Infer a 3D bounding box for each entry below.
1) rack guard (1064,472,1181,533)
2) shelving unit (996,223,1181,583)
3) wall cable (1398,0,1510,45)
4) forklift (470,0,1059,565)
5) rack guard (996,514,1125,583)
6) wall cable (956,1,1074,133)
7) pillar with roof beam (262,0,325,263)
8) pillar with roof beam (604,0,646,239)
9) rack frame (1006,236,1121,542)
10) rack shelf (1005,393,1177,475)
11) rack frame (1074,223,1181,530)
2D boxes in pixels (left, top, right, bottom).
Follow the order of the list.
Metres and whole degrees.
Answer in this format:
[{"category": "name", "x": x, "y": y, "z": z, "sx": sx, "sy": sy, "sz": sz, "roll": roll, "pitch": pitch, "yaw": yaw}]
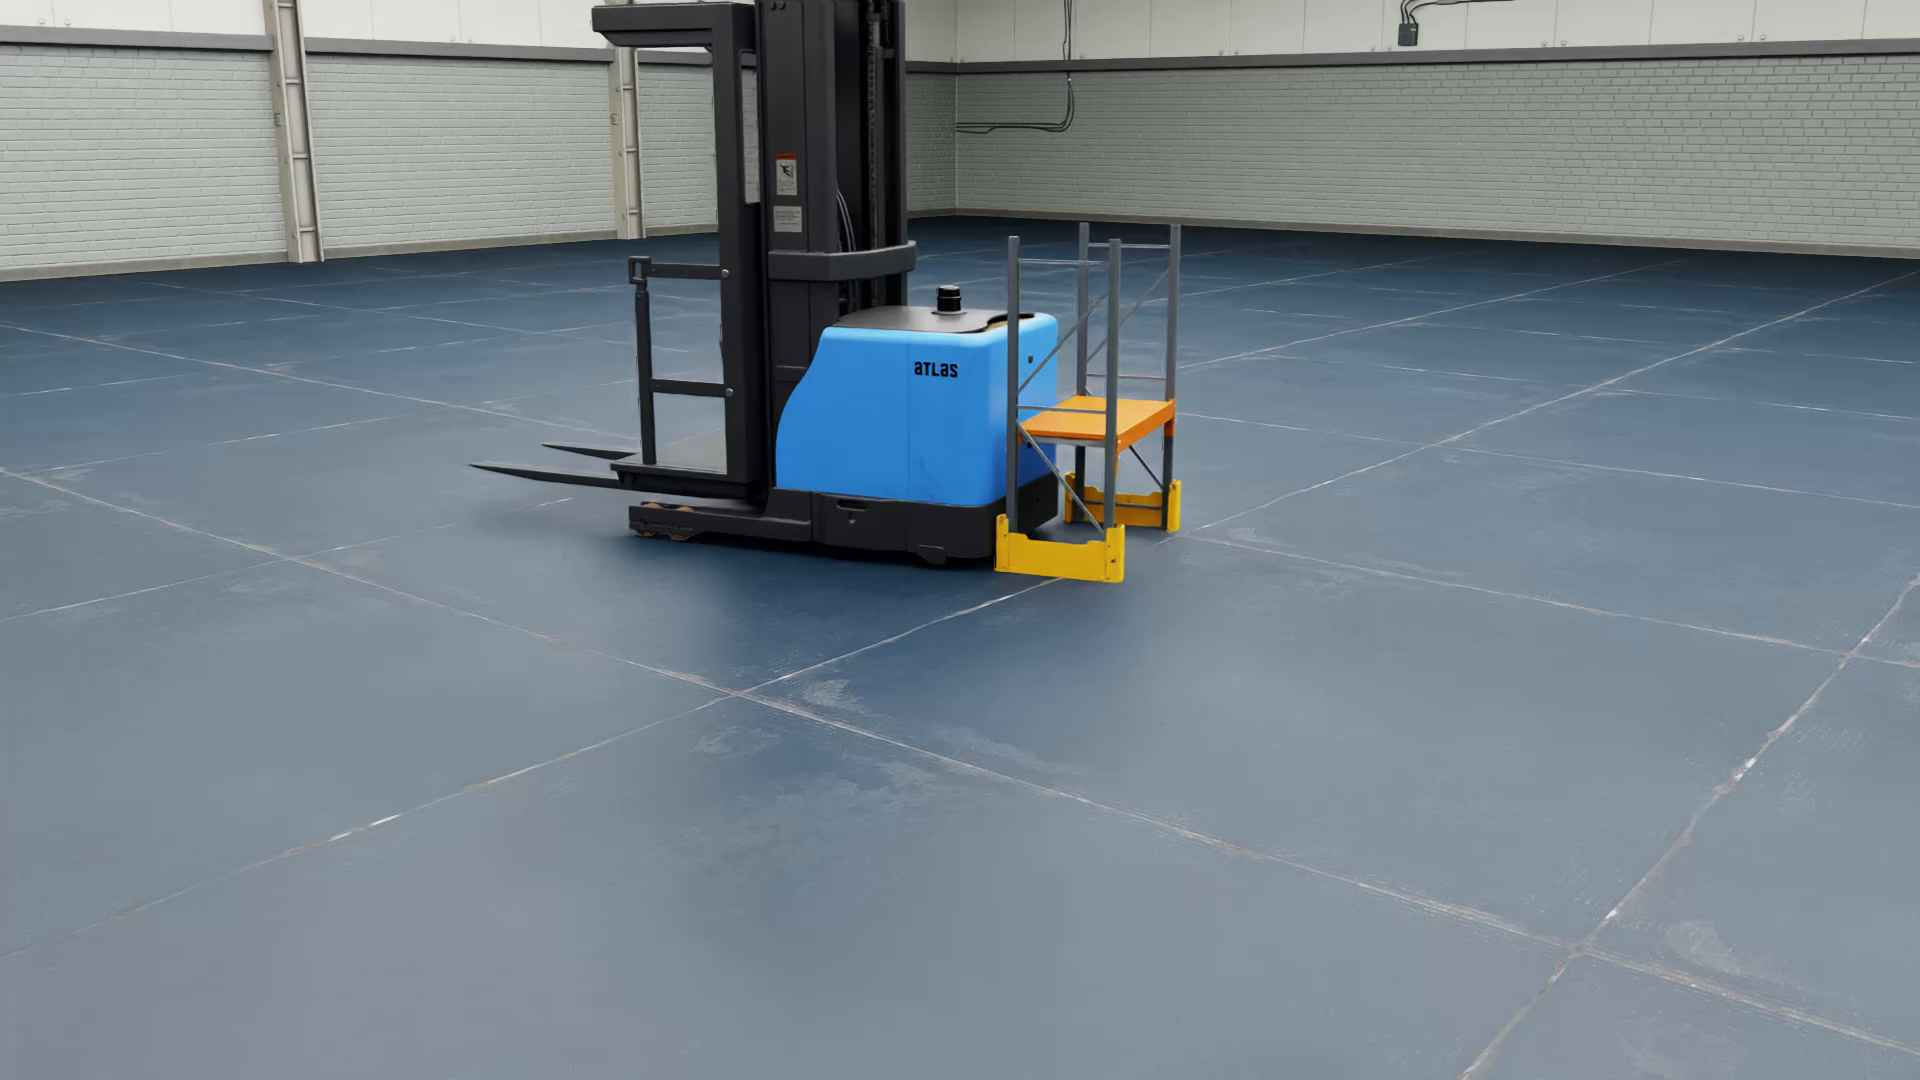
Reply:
[{"category": "rack guard", "x": 0.813, "y": -0.191, "z": 8.367, "sx": 0.587, "sy": 0.250, "sz": 0.087, "roll": 6, "pitch": 15, "yaw": 21}, {"category": "shelving unit", "x": 0.630, "y": -0.683, "z": 7.764, "sx": 0.587, "sy": 1.500, "sz": 1.083, "roll": 6, "pitch": 15, "yaw": 21}, {"category": "wall cable", "x": 8.406, "y": -11.200, "z": 27.028, "sx": 2.305, "sy": 6.003, "sz": 0.169, "roll": 11, "pitch": 18, "yaw": 38}, {"category": "forklift", "x": -1.073, "y": -1.527, "z": 8.180, "sx": 3.031, "sy": 2.935, "sz": 1.130, "roll": 6, "pitch": 16, "yaw": 23}, {"category": "rack guard", "x": 0.447, "y": 0.037, "z": 7.470, "sx": 0.587, "sy": 0.250, "sz": 0.087, "roll": 6, "pitch": 15, "yaw": 21}, {"category": "wall cable", "x": 1.032, "y": -9.519, "z": 33.624, "sx": 3.097, "sy": 2.526, "sz": 0.112, "roll": 11, "pitch": 18, "yaw": 38}, {"category": "pillar with roof beam", "x": -6.042, "y": -7.700, "z": 20.158, "sx": 9.100, "sy": 9.000, "sz": 0.400, "roll": 11, "pitch": 18, "yaw": 38}, {"category": "pillar with roof beam", "x": -2.271, "y": -8.849, "z": 24.681, "sx": 9.100, "sy": 9.000, "sz": 0.400, "roll": 11, "pitch": 18, "yaw": 38}, {"category": "rack frame", "x": 0.446, "y": -0.568, "z": 7.315, "sx": 0.500, "sy": 1.500, "sz": 0.032, "roll": 6, "pitch": 15, "yaw": 21}, {"category": "rack shelf", "x": 0.633, "y": -0.511, "z": 7.817, "sx": 0.538, "sy": 0.185, "sz": 1.000, "roll": 6, "pitch": 15, "yaw": 21}, {"category": "rack frame", "x": 0.821, "y": -0.801, "z": 8.231, "sx": 0.500, "sy": 1.500, "sz": 0.032, "roll": 6, "pitch": 15, "yaw": 21}]
